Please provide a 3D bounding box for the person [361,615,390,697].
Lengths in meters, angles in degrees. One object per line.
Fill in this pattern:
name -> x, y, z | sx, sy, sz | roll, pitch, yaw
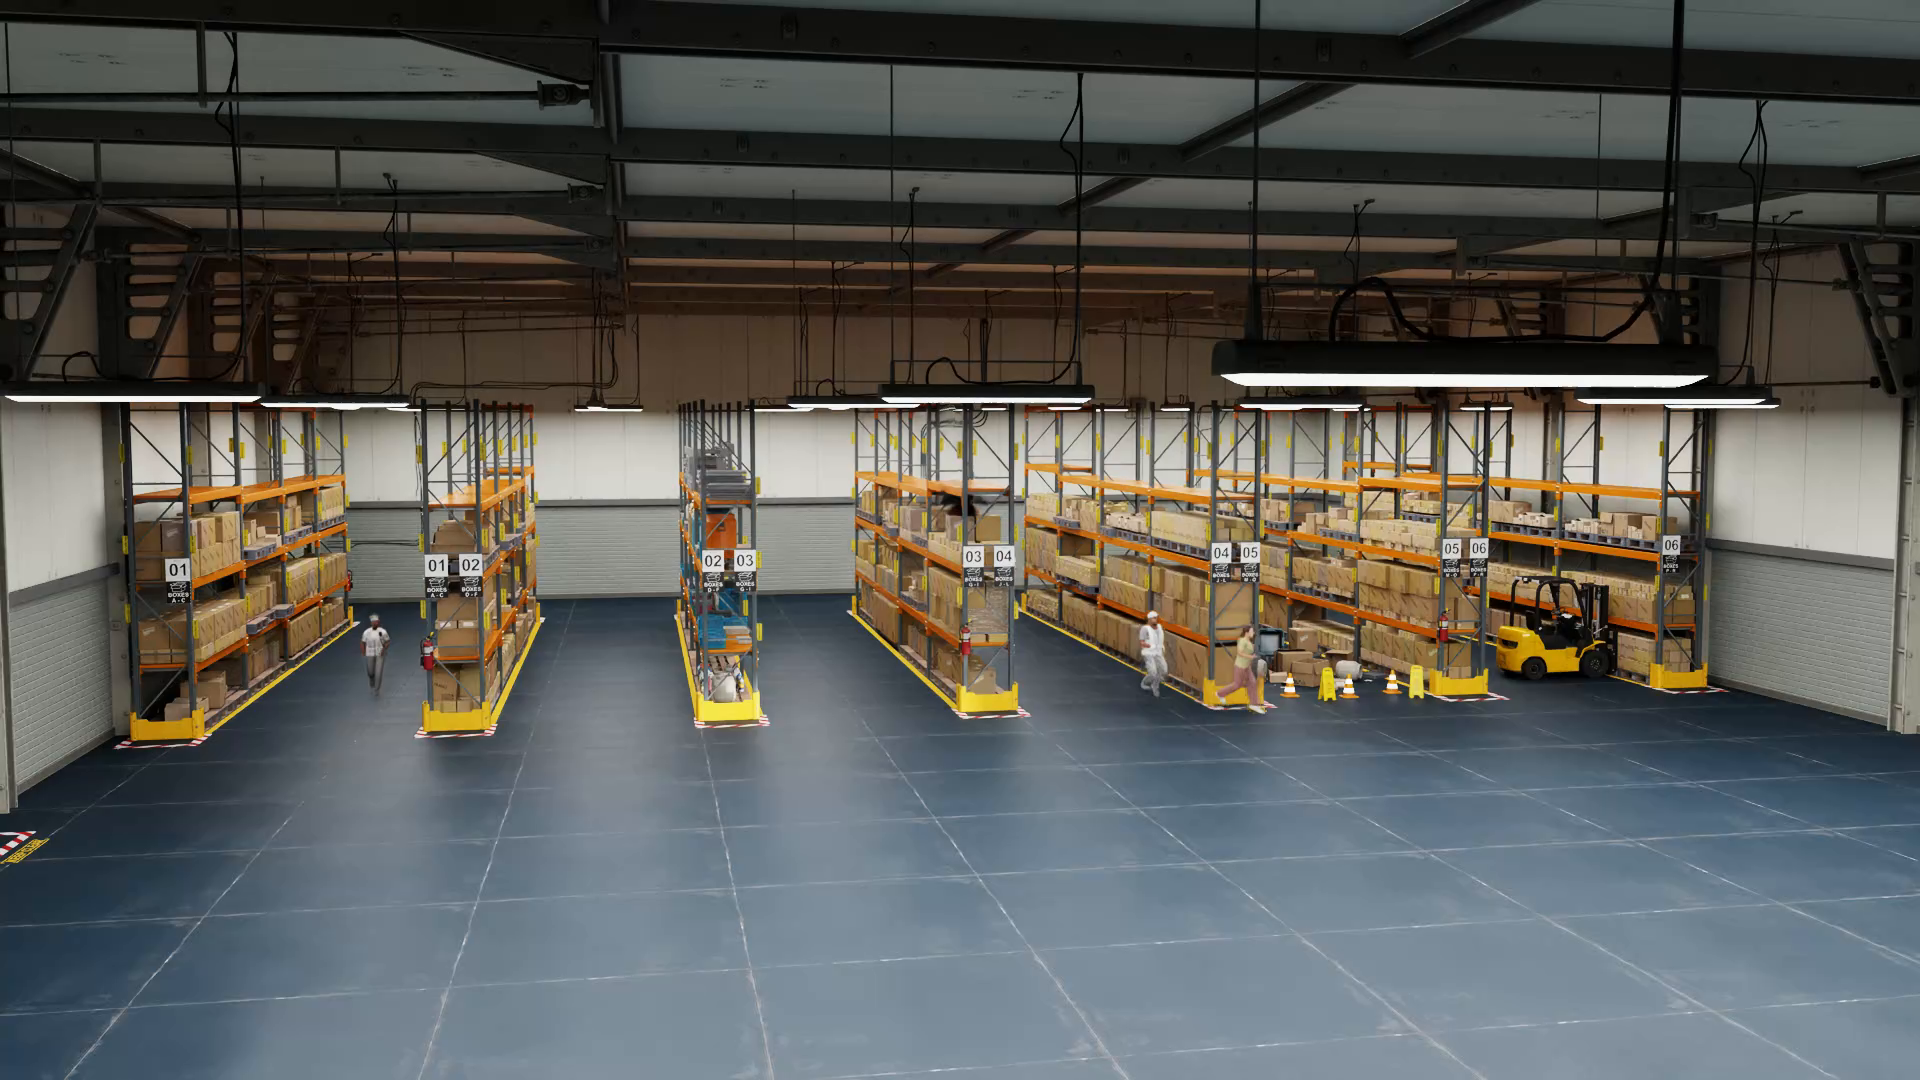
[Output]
person -> -11.943, 2.348, 33.943 | 0.558, 1.662, 0.558 | -1, 4, -15

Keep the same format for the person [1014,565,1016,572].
person -> 1.213, 1.125, 49.310 | 0.913, 1.744, 0.718 | -2, 5, -25

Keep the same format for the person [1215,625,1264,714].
person -> 5.350, 2.449, 31.774 | 0.980, 1.677, 0.608 | 2, 5, 24

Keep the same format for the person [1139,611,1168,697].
person -> 3.844, 2.261, 32.827 | 0.706, 1.724, 0.678 | -2, 5, -30
